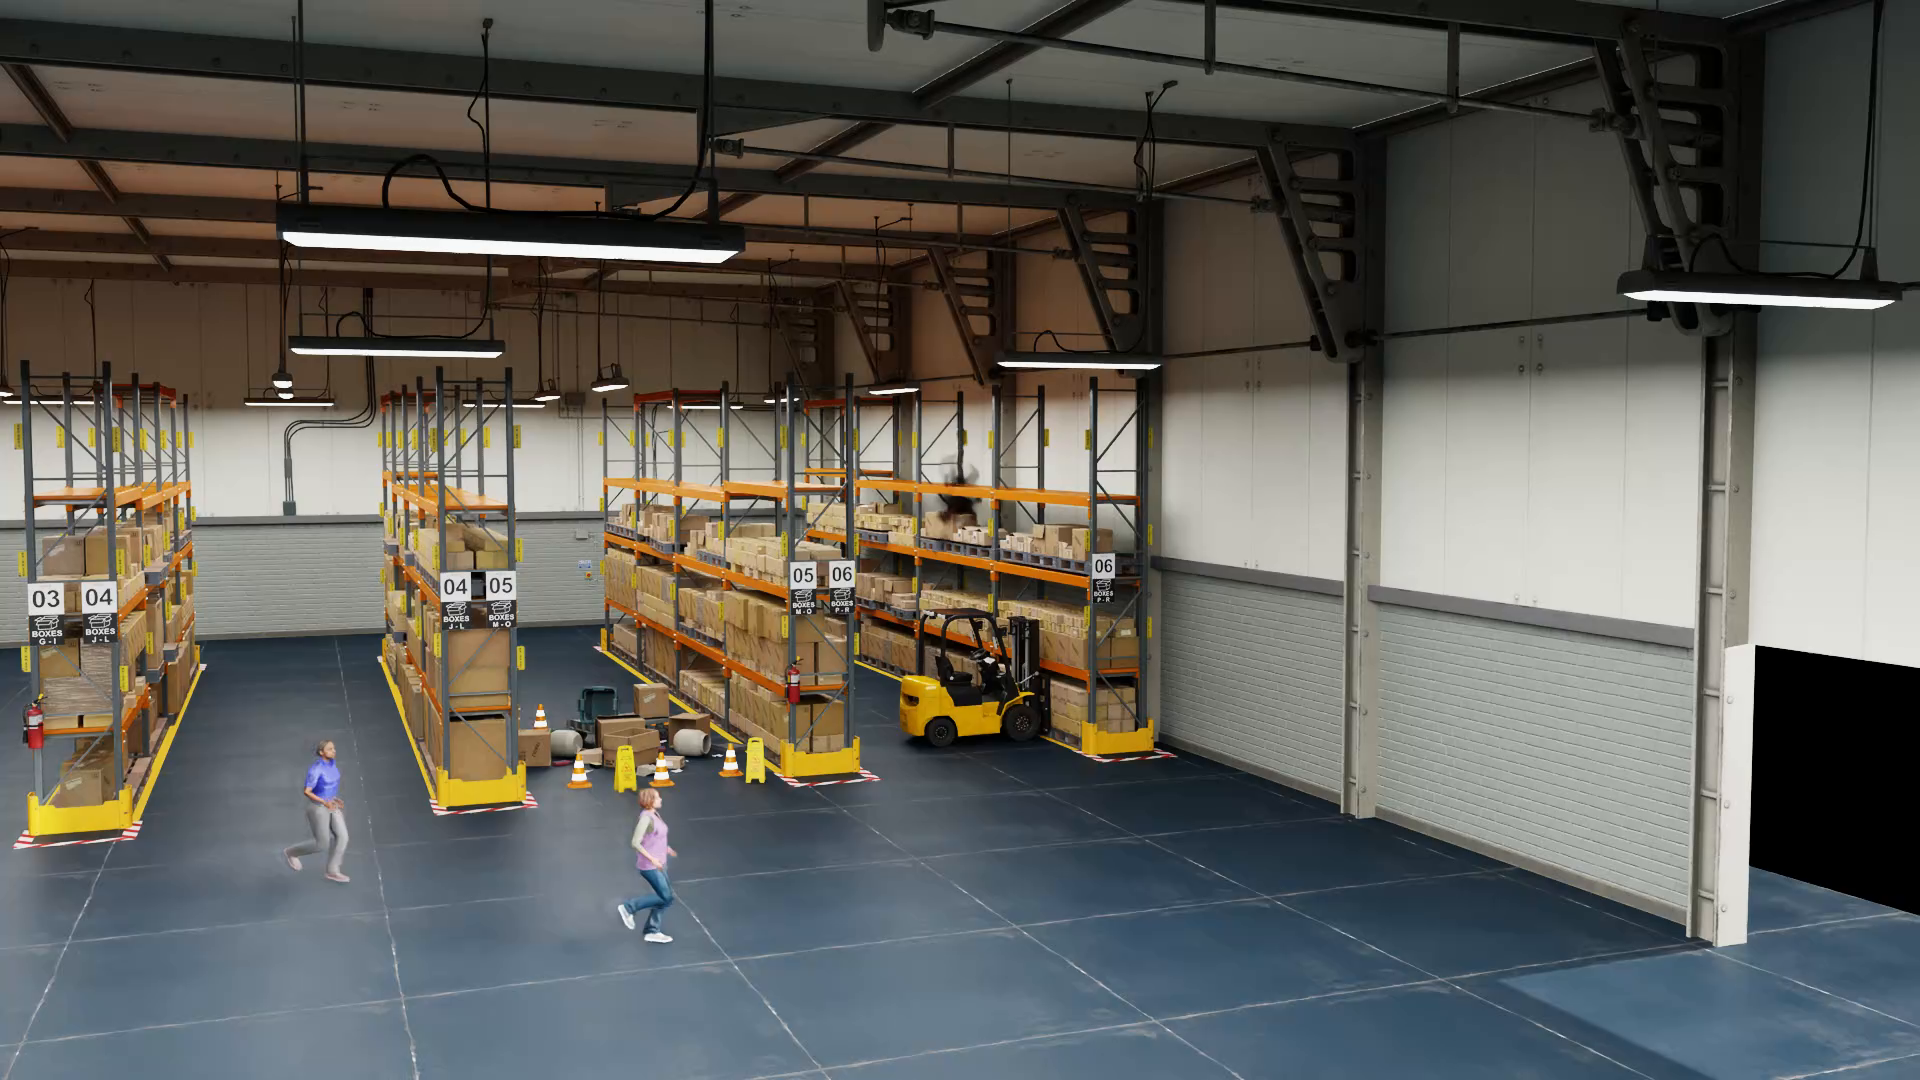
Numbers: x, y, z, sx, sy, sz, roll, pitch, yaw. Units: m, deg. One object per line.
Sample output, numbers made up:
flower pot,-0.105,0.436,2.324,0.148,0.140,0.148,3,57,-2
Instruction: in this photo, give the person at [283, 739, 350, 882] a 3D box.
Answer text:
person,-7.294,3.072,18.903,0.759,1.615,0.568,1,4,13

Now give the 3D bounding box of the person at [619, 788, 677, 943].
person,-3.112,3.236,16.559,0.549,1.557,0.538,0,3,2
